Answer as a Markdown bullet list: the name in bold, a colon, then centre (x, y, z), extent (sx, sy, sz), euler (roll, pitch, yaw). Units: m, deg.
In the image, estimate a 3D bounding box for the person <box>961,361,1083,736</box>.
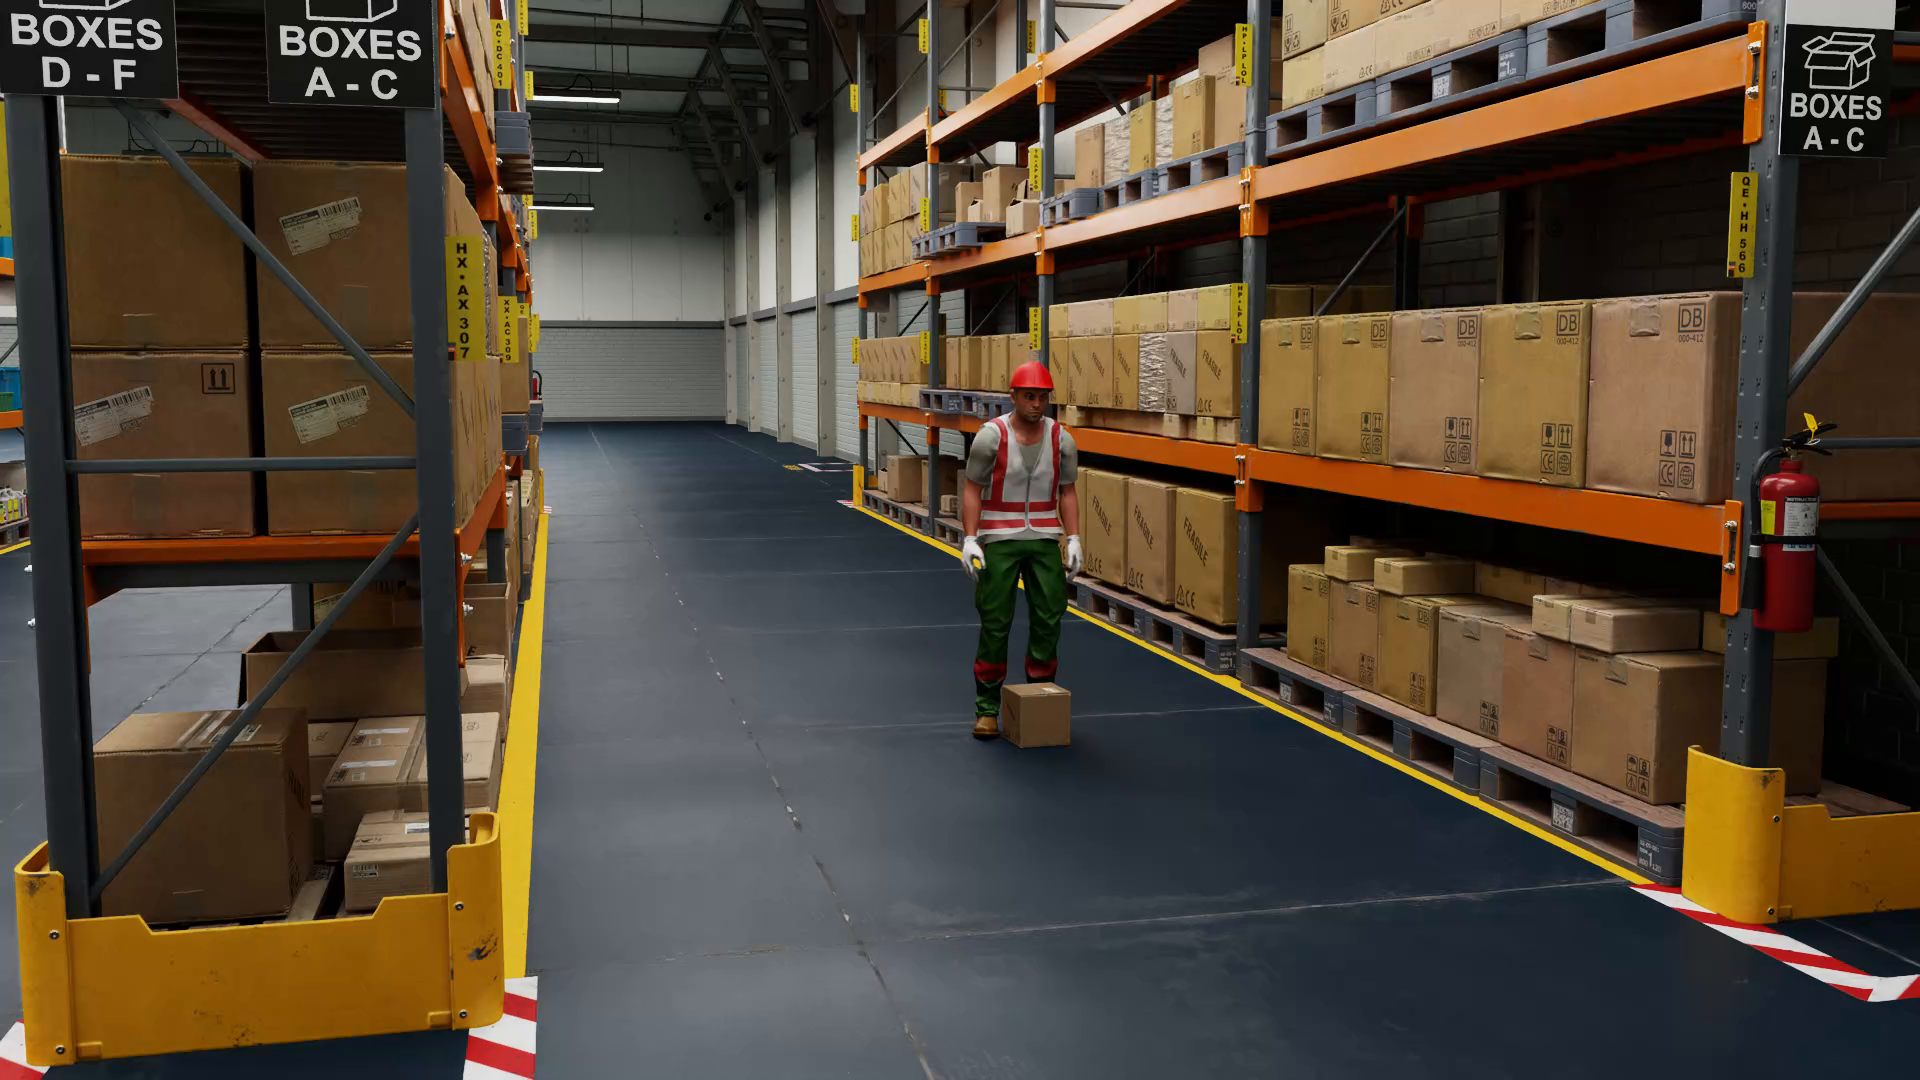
- **person**: centre (0.299, 0.039, 7.953), extent (0.606, 1.778, 0.452), euler (-1, 6, -14)
